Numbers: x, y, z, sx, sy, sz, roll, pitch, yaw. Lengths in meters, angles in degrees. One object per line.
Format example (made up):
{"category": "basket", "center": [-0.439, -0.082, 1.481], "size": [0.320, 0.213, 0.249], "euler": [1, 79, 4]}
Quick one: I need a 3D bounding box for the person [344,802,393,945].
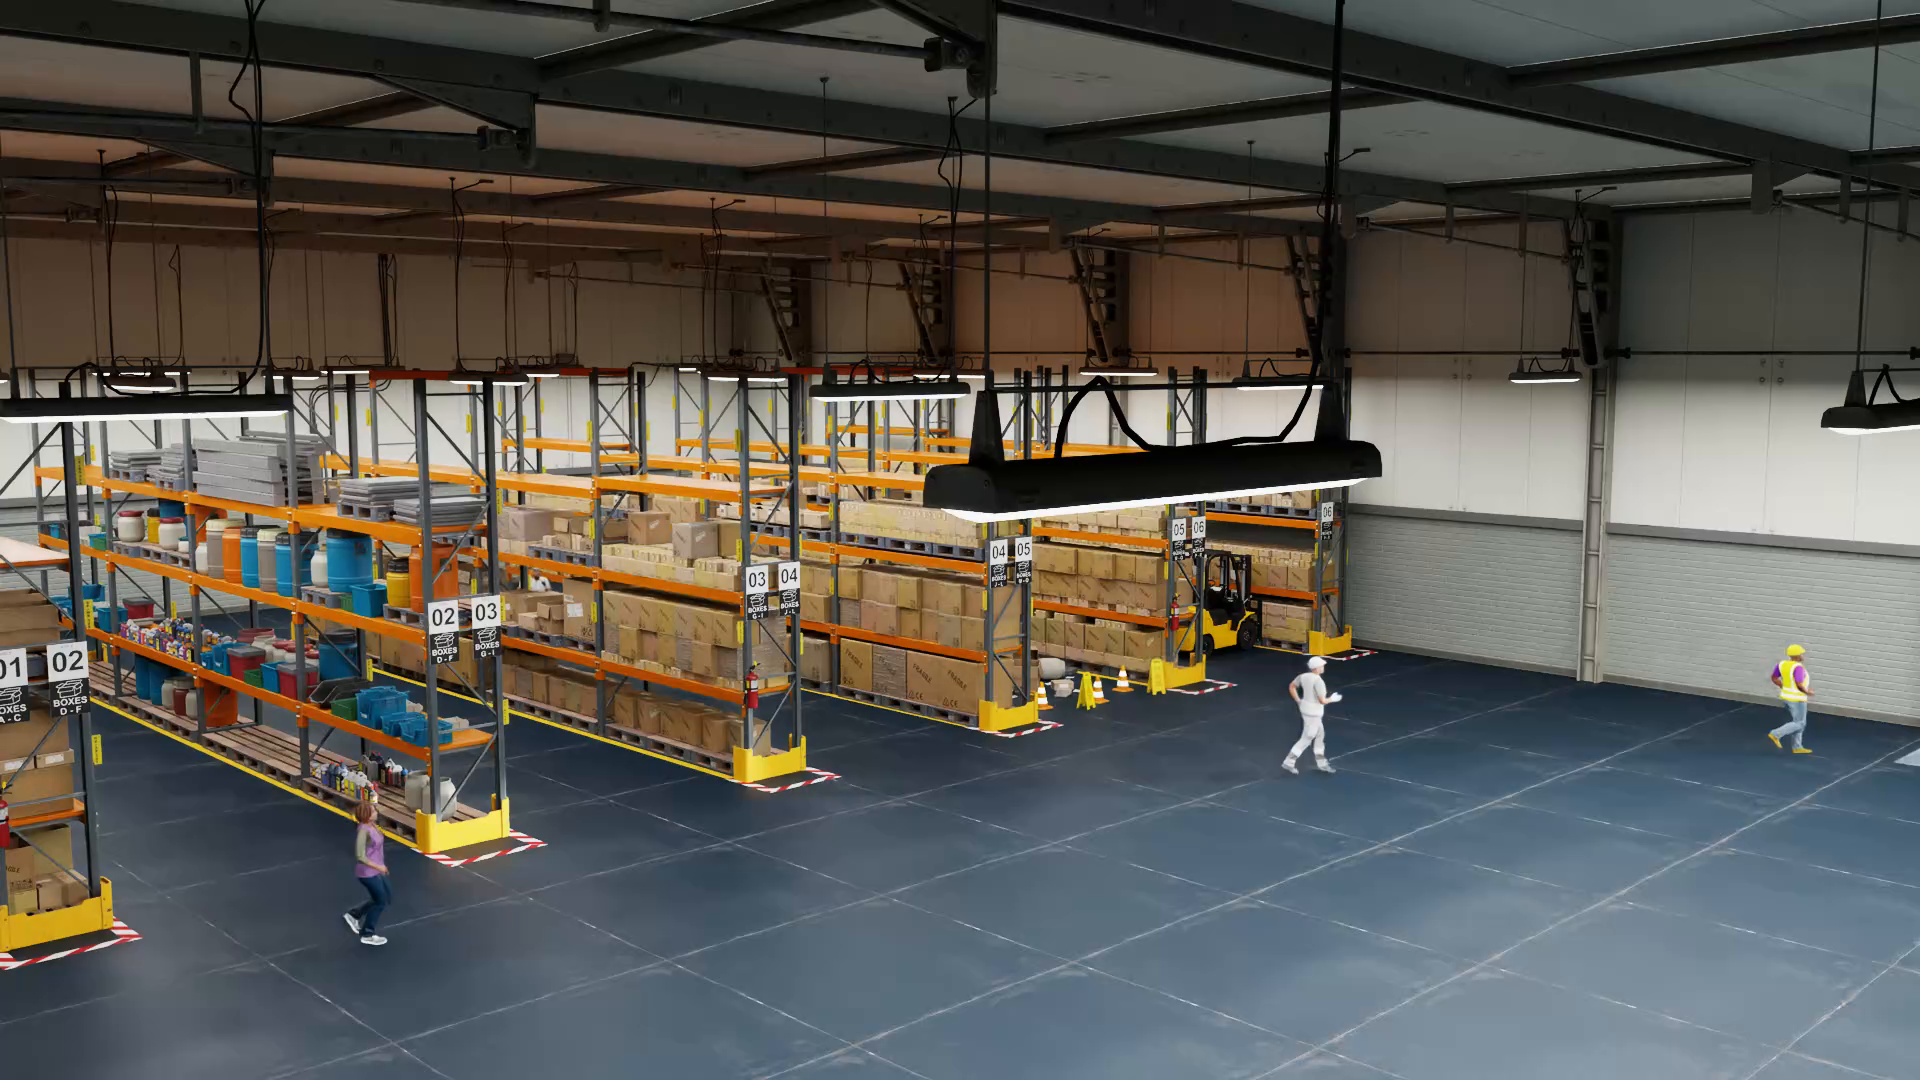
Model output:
{"category": "person", "center": [-6.351, 3.563, 17.792], "size": [0.496, 1.566, 0.541], "euler": [-1, 7, -13]}

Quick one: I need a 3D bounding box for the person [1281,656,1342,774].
{"category": "person", "center": [5.228, 2.631, 24.798], "size": [0.935, 1.806, 0.607], "euler": [-1, 7, -11]}

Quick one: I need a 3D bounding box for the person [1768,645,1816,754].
{"category": "person", "center": [13.084, 2.511, 26.198], "size": [0.768, 1.743, 0.697], "euler": [-1, 6, -5]}

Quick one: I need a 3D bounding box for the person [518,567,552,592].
{"category": "person", "center": [-9.072, 1.430, 35.735], "size": [0.642, 1.843, 0.778], "euler": [-5, 8, -39]}
